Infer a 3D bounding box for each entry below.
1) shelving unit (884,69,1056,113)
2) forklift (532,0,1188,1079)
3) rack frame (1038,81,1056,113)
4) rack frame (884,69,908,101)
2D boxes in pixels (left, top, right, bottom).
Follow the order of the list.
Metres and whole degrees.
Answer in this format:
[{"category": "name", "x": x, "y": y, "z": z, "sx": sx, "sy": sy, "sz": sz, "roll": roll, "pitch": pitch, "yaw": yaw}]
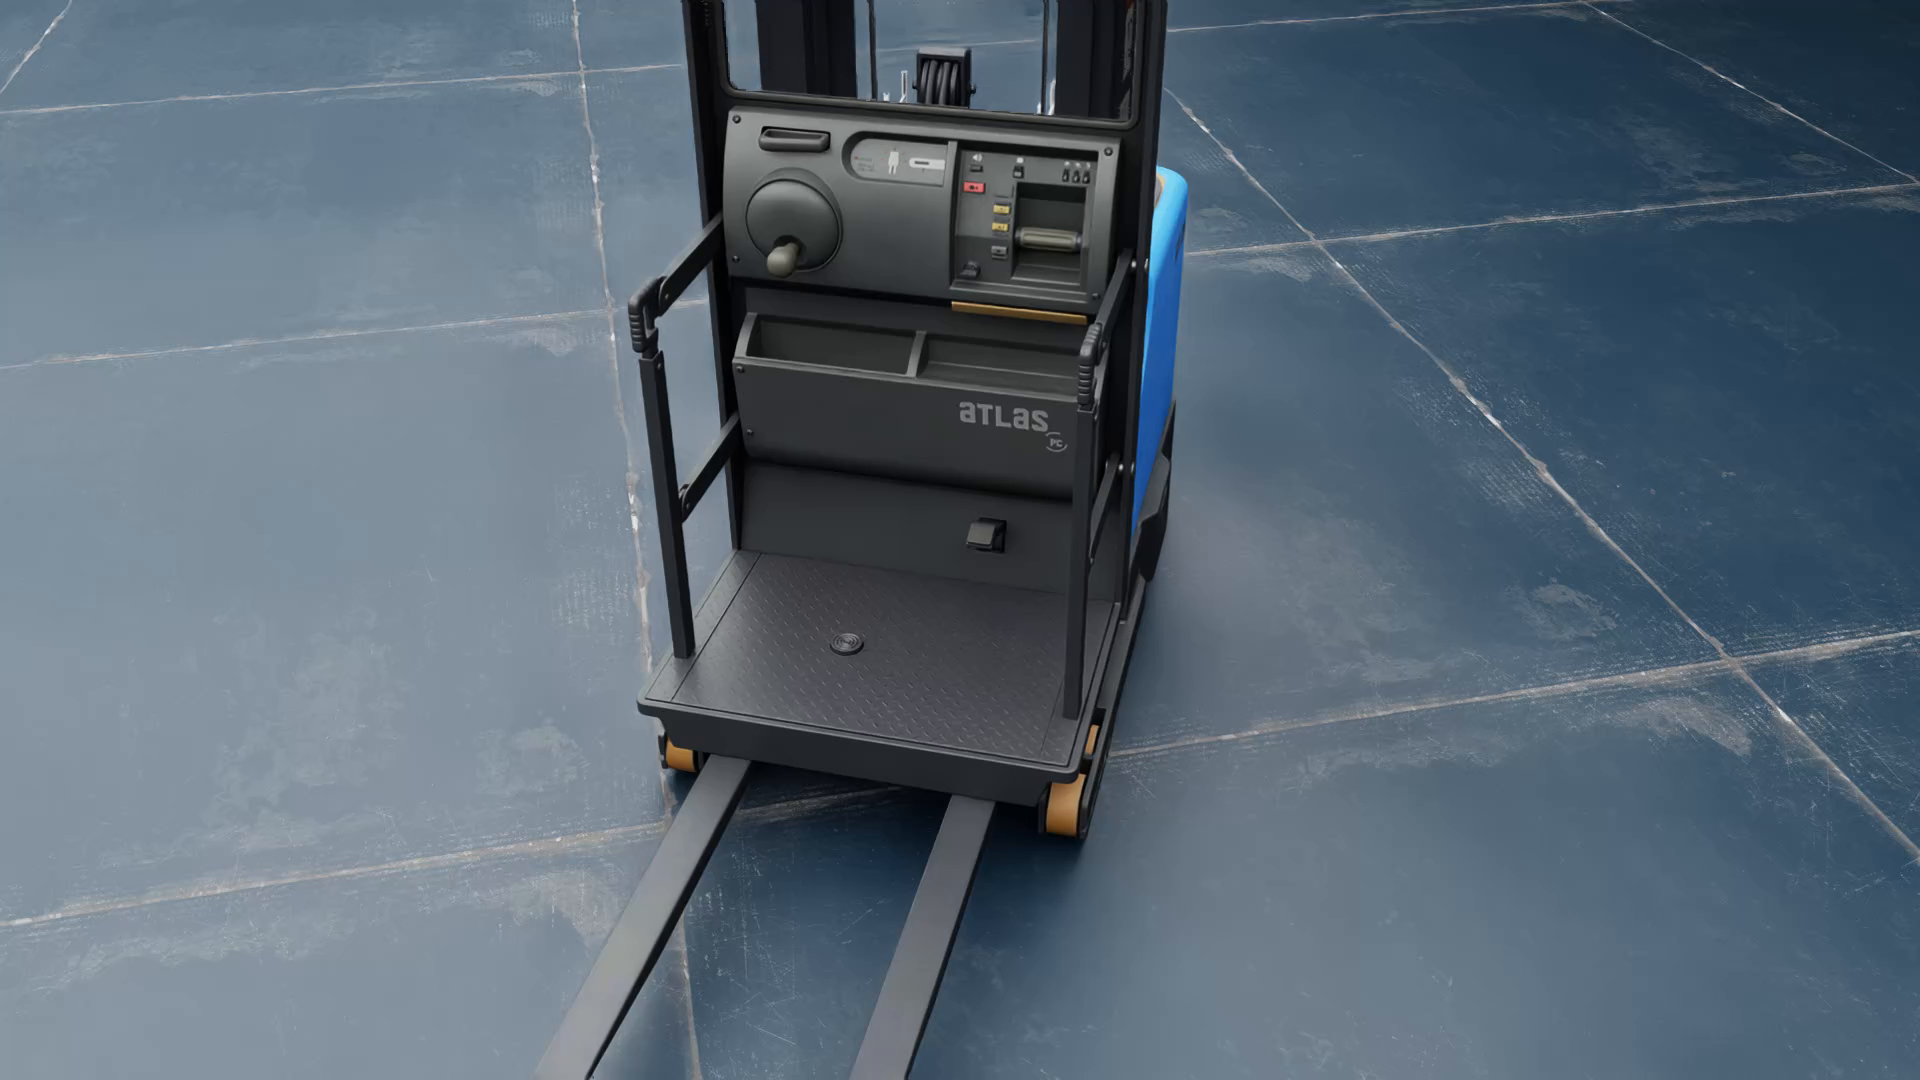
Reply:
[{"category": "shelving unit", "x": 0.036, "y": -0.921, "z": 5.546, "sx": 0.503, "sy": 1.200, "sz": 0.258, "roll": 7, "pitch": 35, "yaw": 11}, {"category": "forklift", "x": -0.149, "y": -0.714, "z": 3.683, "sx": 1.130, "sy": 2.935, "sz": 3.031, "roll": 8, "pitch": 35, "yaw": 11}, {"category": "rack frame", "x": 0.273, "y": -0.890, "z": 5.500, "sx": 0.015, "sy": 1.200, "sz": 0.240, "roll": 7, "pitch": 35, "yaw": 11}, {"category": "rack frame", "x": -0.202, "y": -0.952, "z": 5.592, "sx": 0.015, "sy": 1.200, "sz": 0.240, "roll": 7, "pitch": 35, "yaw": 11}]
